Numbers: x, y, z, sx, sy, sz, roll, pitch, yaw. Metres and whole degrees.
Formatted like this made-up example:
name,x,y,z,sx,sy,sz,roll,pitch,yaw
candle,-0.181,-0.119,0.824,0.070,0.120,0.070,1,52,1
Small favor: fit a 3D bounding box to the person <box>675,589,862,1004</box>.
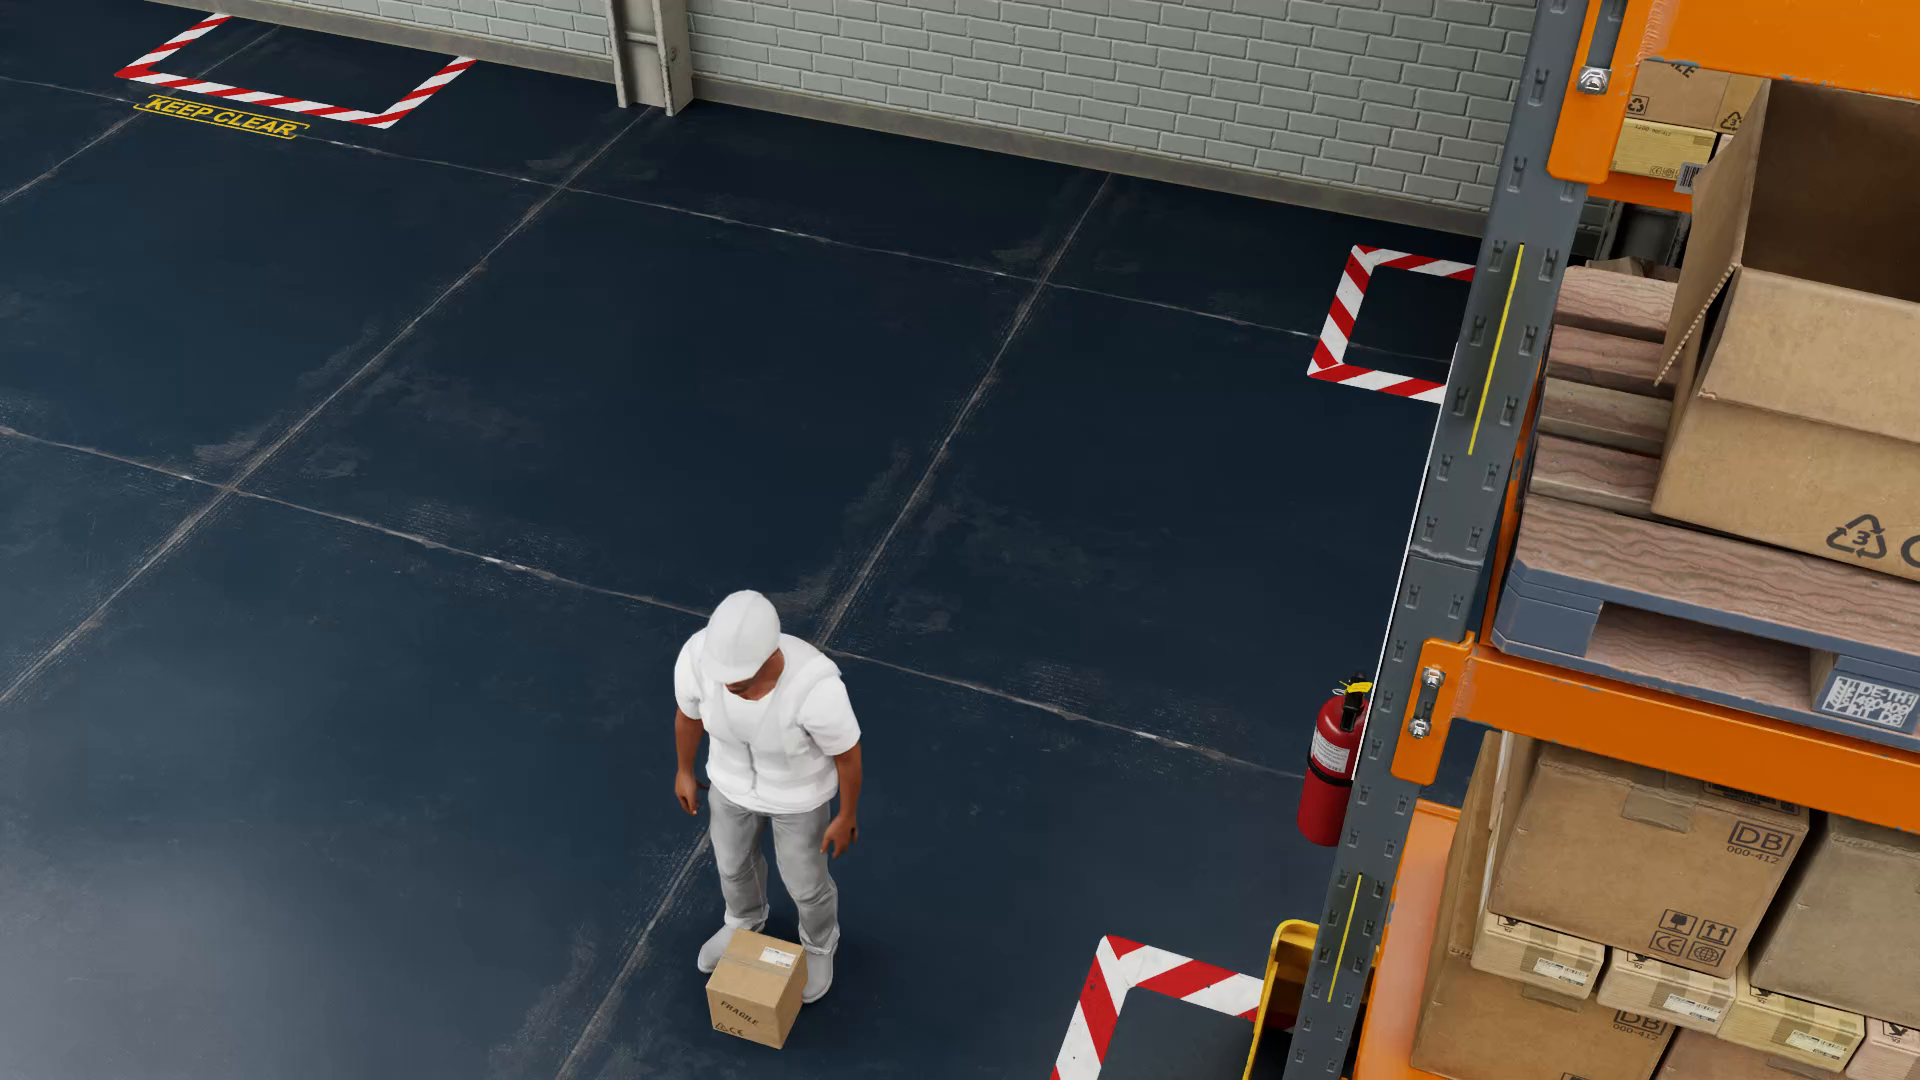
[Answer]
name,x,y,z,sx,sy,sz,roll,pitch,yaw
person,-0.610,0.793,5.241,0.627,1.761,0.460,13,43,15
